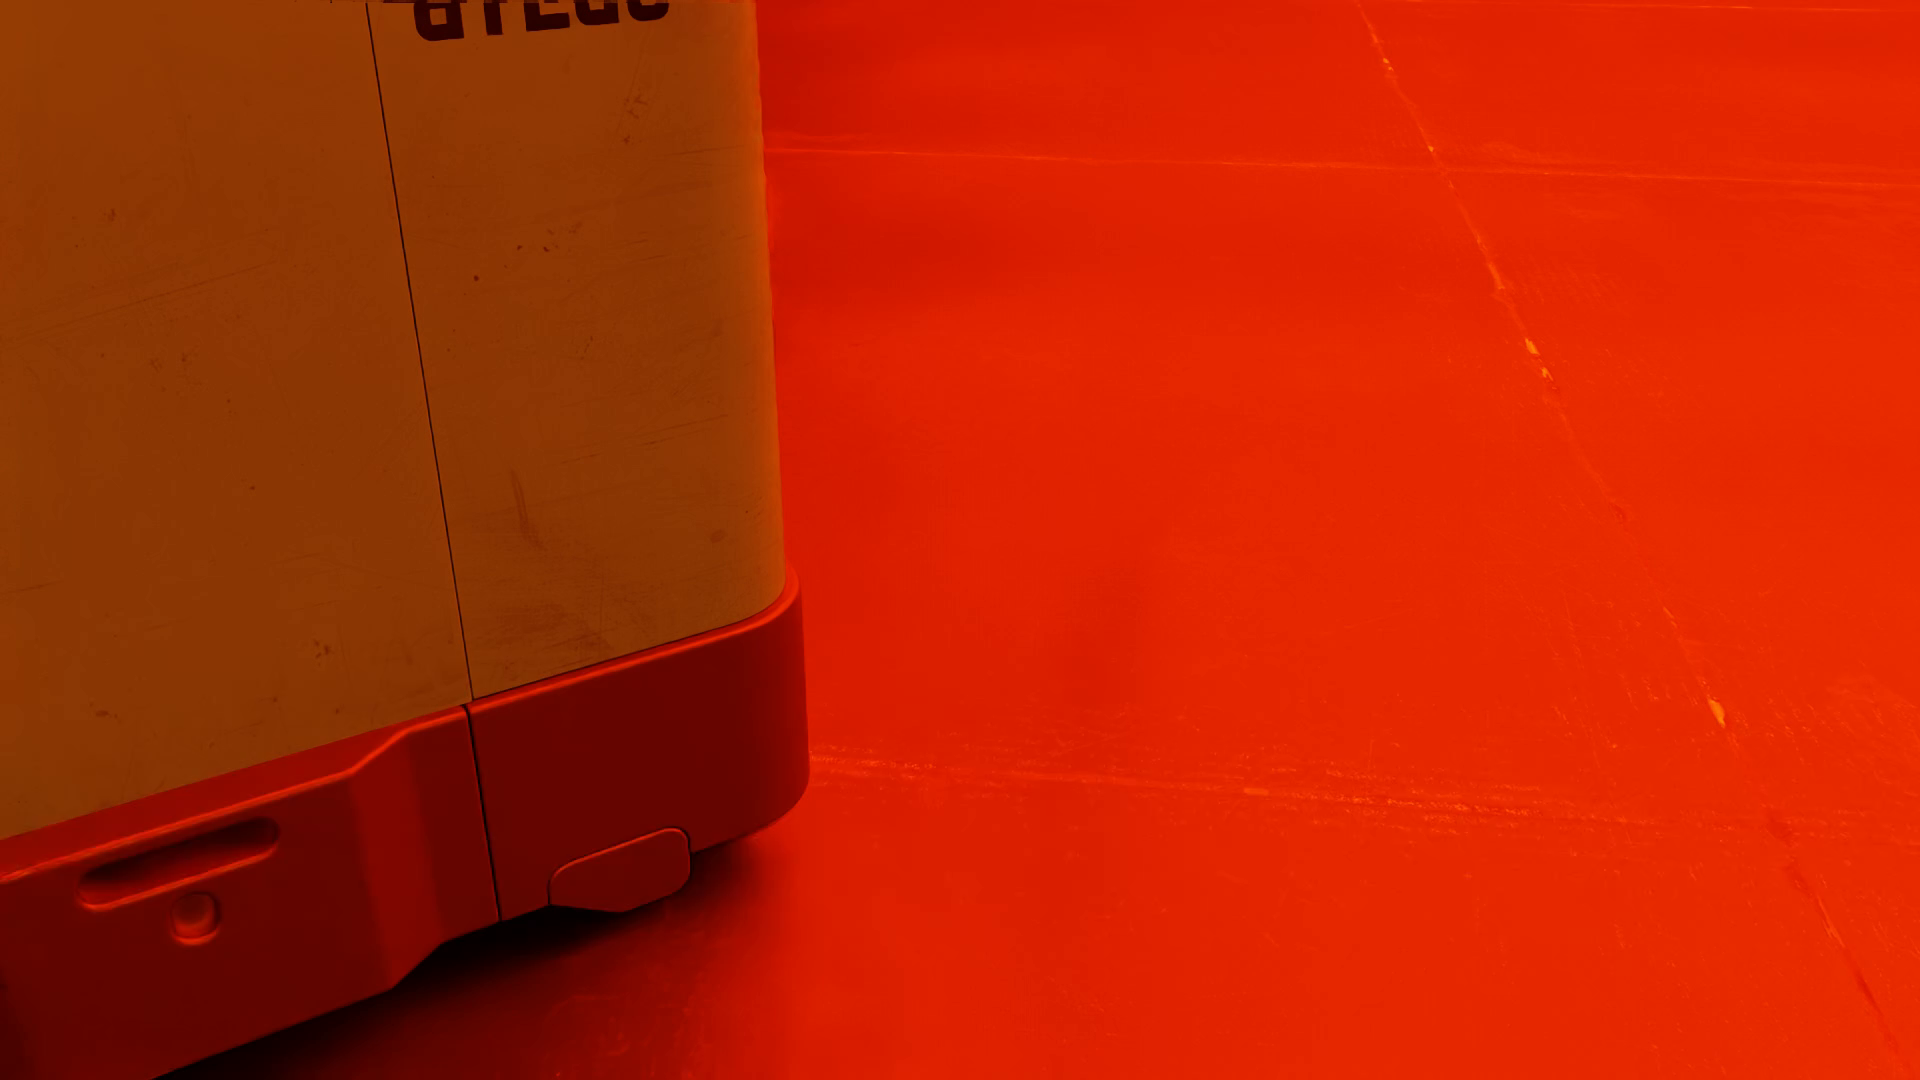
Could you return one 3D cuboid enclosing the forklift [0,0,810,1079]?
[{"bbox_3d":[-1.680,-0.800,0.821,3.031,2.935,1.130,-16,31,-29],"label":"forklift"}]
